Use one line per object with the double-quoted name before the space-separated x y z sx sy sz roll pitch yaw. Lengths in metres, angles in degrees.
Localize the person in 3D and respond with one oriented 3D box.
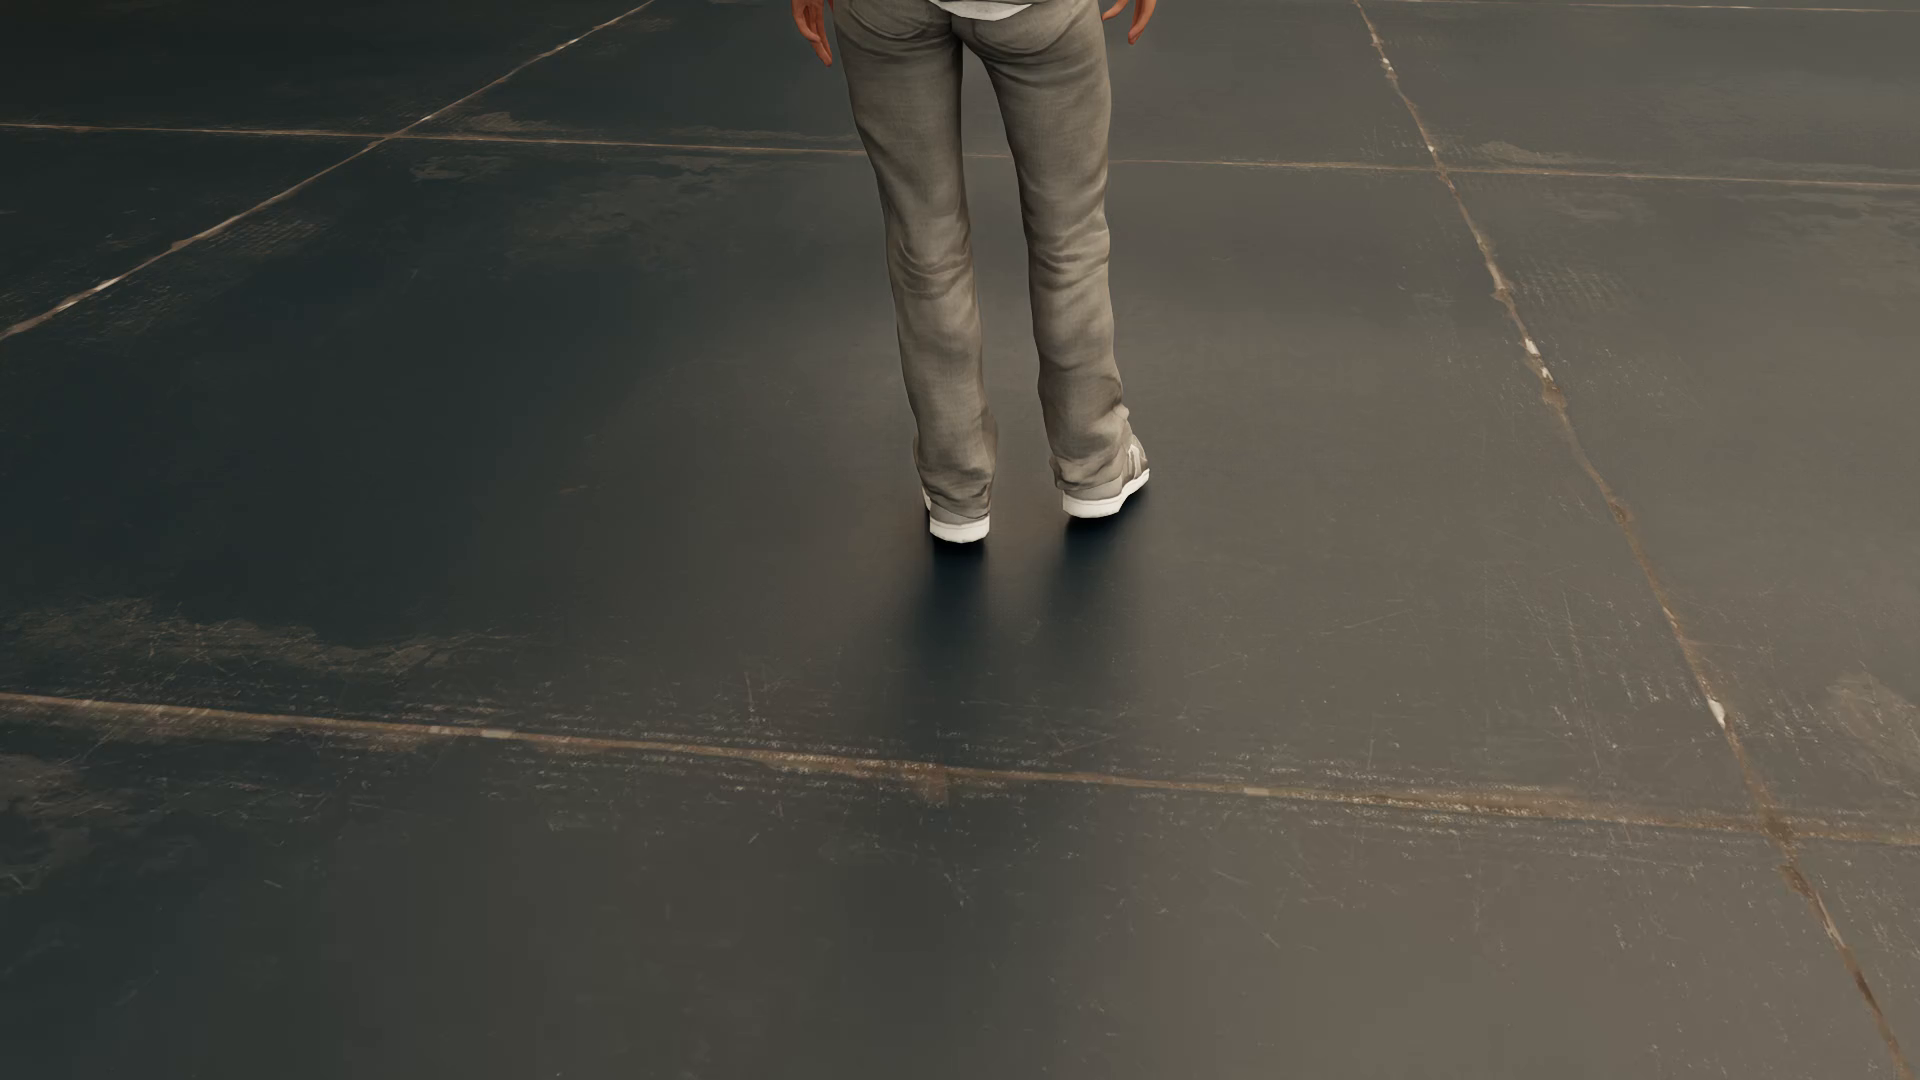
"person" 0.024 -0.753 2.204 0.520 1.597 0.475 3 27 7
